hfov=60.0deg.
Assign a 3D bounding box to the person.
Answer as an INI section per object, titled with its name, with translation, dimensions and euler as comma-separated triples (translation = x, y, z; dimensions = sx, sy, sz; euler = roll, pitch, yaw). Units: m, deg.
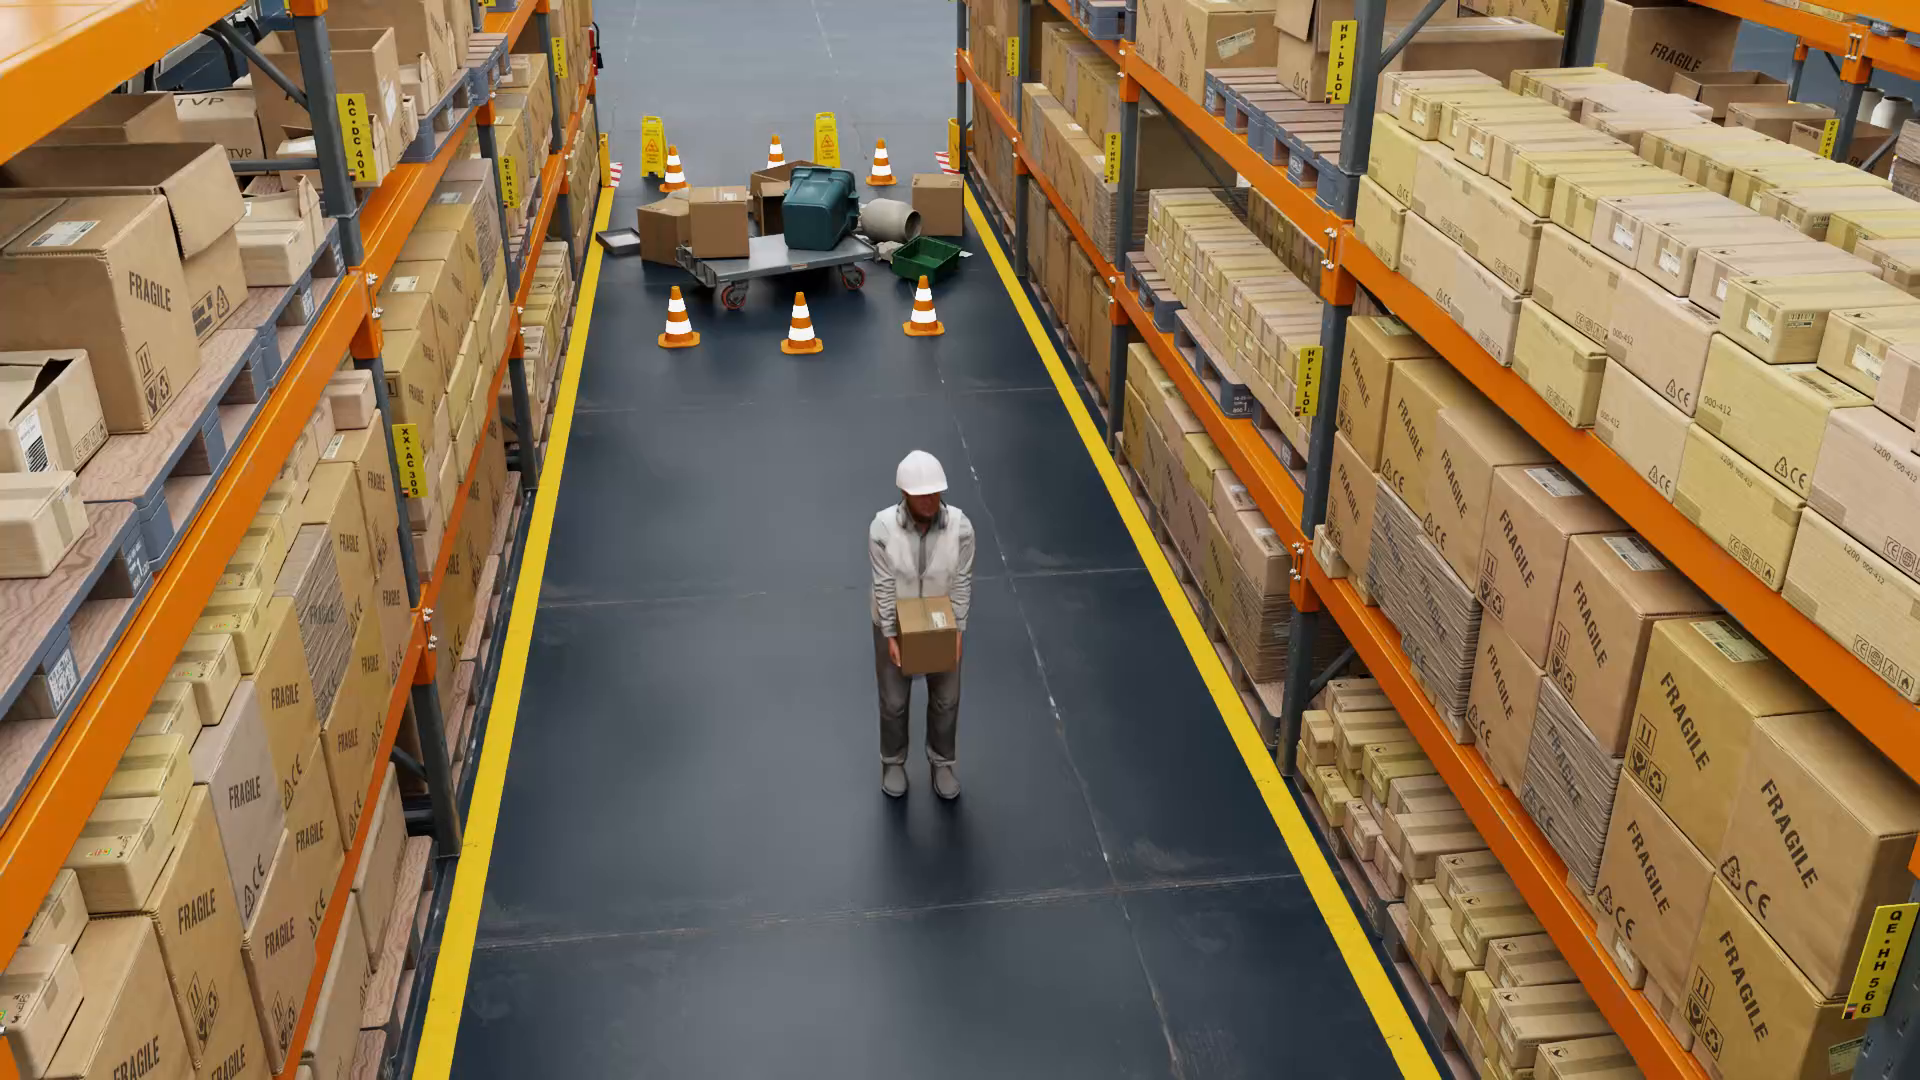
[person]
translation = -0.169, 0.420, 7.771
dimensions = 0.493, 1.770, 0.562
euler = -4, 27, -8
